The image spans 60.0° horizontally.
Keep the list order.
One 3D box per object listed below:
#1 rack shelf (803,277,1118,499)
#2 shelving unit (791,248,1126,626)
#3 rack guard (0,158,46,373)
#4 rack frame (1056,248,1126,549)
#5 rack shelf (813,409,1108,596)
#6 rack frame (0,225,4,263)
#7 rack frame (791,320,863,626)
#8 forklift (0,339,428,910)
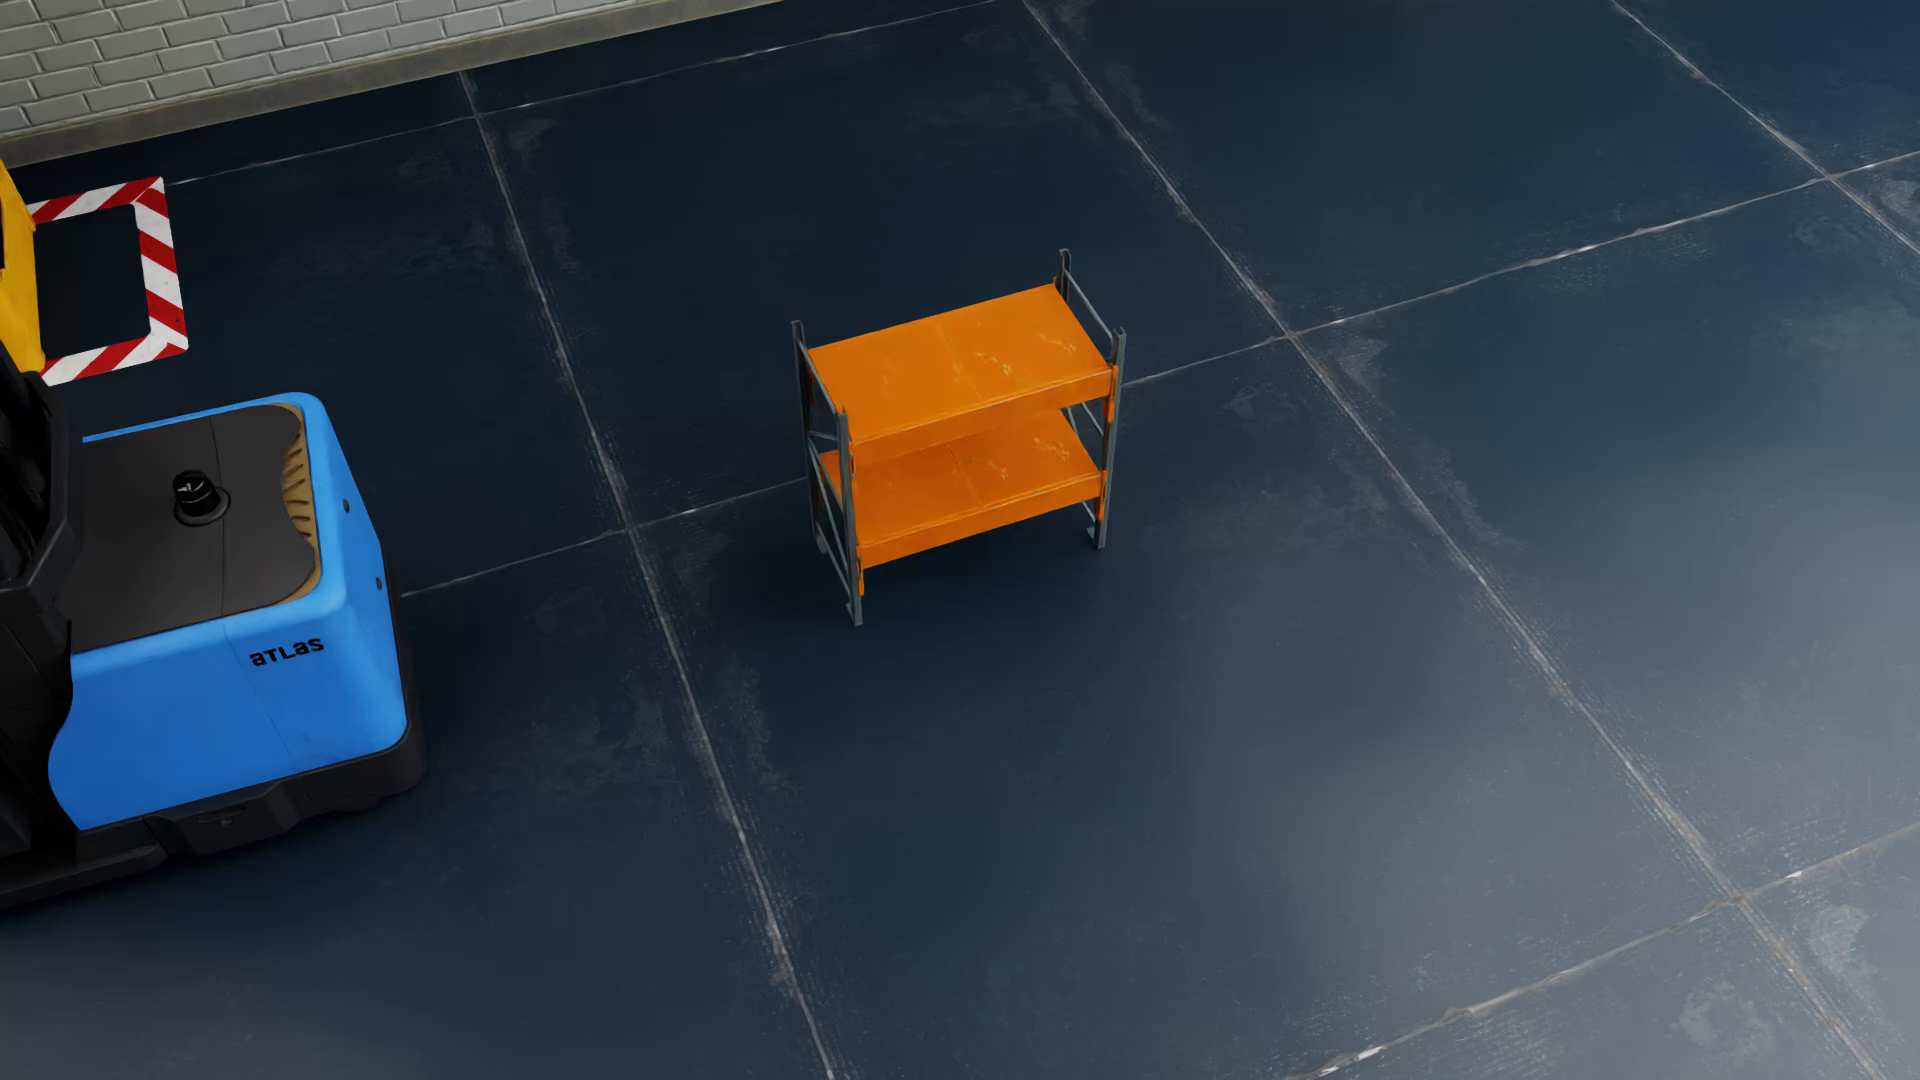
[{"bbox_3d":[-0.006,-0.555,5.940,1.000,0.278,0.538,-17,52,-14],"label":"rack shelf"},{"bbox_3d":[-0.006,-0.365,6.162,1.048,1.125,0.538,-17,52,-14],"label":"shelving unit"},{"bbox_3d":[-4.344,-1.247,7.332,0.348,0.500,1.175,-17,52,-14],"label":"rack guard"},{"bbox_3d":[0.464,-0.510,6.288,0.032,1.125,0.500,-17,52,-14],"label":"rack frame"},{"bbox_3d":[-0.006,-0.205,6.348,1.000,0.278,0.538,-17,52,-14],"label":"rack shelf"},{"bbox_3d":[-4.366,-2.054,6.378,0.127,3.000,1.000,-17,52,-14],"label":"rack frame"},{"bbox_3d":[-0.477,-0.219,6.037,0.032,1.125,0.500,-17,52,-14],"label":"rack frame"},{"bbox_3d":[-3.437,-0.068,4.717,3.031,2.935,1.130,-14,51,-12],"label":"forklift"}]
